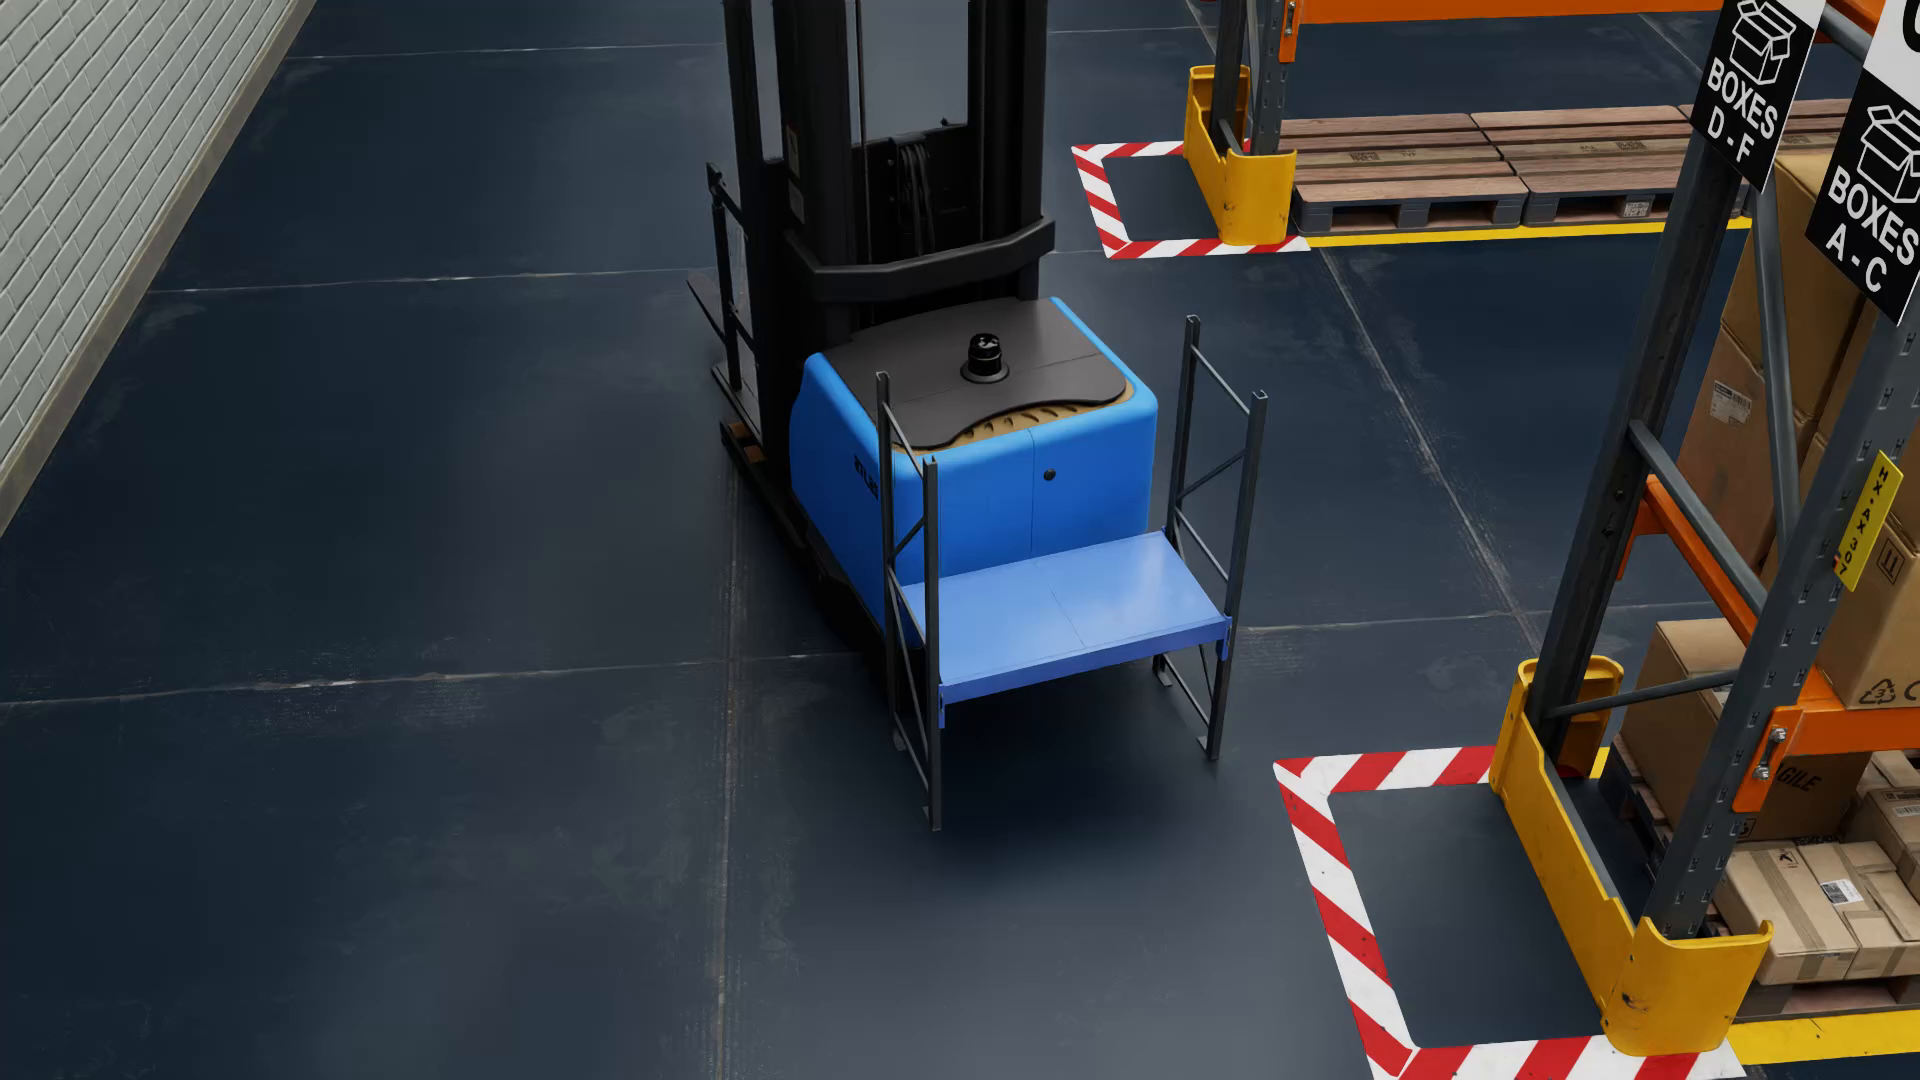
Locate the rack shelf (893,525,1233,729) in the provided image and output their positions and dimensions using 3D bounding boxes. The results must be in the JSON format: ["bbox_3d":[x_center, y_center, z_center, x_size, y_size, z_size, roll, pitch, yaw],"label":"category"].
[{"bbox_3d":[0.324,0.272,5.485,1.000,0.185,0.538,-12,40,-15],"label":"rack shelf"}]

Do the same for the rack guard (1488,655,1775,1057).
[{"bbox_3d":[2.031,0.942,5.152,0.348,0.500,1.175,-3,38,-4],"label":"rack guard"}]

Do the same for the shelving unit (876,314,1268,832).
[{"bbox_3d":[0.324,0.131,5.374,1.048,1.500,0.538,-12,40,-15],"label":"shelving unit"}]

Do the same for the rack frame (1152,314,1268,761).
[{"bbox_3d":[0.806,0.029,5.503,0.032,1.500,0.500,-12,40,-15],"label":"rack frame"}]

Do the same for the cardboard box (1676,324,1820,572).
[{"bbox_3d":[2.377,-0.267,4.586,0.500,0.500,0.500,-2,38,-3],"label":"cardboard box"}]

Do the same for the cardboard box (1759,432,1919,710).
[{"bbox_3d":[3.659,-0.170,4.463,3.026,0.500,1.079,-3,38,-3],"label":"cardboard box"}]

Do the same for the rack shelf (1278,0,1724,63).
[{"bbox_3d":[3.512,-2.919,8.608,4.000,0.370,1.077,-3,38,-4],"label":"rack shelf"}]

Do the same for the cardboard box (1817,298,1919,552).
[{"bbox_3d":[2.421,-0.329,3.857,0.500,0.500,0.500,-2,38,-3],"label":"cardboard box"}]

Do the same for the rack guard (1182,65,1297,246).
[{"bbox_3d":[1.497,-2.101,9.009,0.348,0.500,1.175,-3,38,-4],"label":"rack guard"}]

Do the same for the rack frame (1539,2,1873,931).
[{"bbox_3d":[1.955,-0.033,4.370,0.053,2.616,0.949,-3,38,-4],"label":"rack frame"}]

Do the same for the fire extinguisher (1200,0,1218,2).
[{"bbox_3d":[1.330,-3.187,8.731,0.183,0.674,0.296,-3,38,-4],"label":"fire extinguisher"}]

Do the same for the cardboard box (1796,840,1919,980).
[{"bbox_3d":[2.652,1.080,4.892,0.250,0.166,0.380,-3,38,-4],"label":"cardboard box"}]

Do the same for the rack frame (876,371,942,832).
[{"bbox_3d":[-0.157,0.232,5.245,0.032,1.500,0.500,-12,40,-15],"label":"rack frame"}]

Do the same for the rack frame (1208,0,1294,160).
[{"bbox_3d":[1.520,-3.092,8.247,0.127,3.000,1.000,-3,38,-4],"label":"rack frame"}]

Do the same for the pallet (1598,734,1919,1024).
[{"bbox_3d":[2.825,1.011,5.298,1.213,0.211,1.003,-3,38,-4],"label":"pallet"}]

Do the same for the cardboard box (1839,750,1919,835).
[{"bbox_3d":[2.886,0.756,5.302,0.250,0.166,0.380,-3,38,-4],"label":"cardboard box"}]

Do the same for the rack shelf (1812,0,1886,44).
[{"bbox_3d":[3.947,-1.040,3.806,4.000,0.370,1.077,-3,38,-4],"label":"rack shelf"}]

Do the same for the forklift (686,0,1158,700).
[{"bbox_3d":[-0.381,-1.491,6.273,1.130,2.935,3.031,-16,41,-19],"label":"forklift"}]

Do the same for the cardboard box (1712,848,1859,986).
[{"bbox_3d":[2.403,1.100,4.880,0.250,0.149,0.380,-3,38,-4],"label":"cardboard box"}]

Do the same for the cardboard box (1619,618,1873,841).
[{"bbox_3d":[2.475,0.592,5.241,0.500,0.500,0.500,-3,38,-4],"label":"cardboard box"}]

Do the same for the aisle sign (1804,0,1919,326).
[{"bbox_3d":[1.913,-0.871,3.333,0.004,0.787,0.394,-3,38,-4],"label":"aisle sign"}]

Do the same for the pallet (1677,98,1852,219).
[{"bbox_3d":[4.775,-2.152,9.307,1.213,0.211,1.003,-3,38,-4],"label":"pallet"}]

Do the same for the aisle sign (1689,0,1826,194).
[{"bbox_3d":[1.860,-1.241,3.802,0.004,0.787,0.394,-3,38,-4],"label":"aisle sign"}]

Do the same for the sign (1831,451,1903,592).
[{"bbox_3d":[2.003,-0.040,3.680,0.005,0.325,0.100,-3,38,-4],"label":"sign"}]

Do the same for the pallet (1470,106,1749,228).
[{"bbox_3d":[3.557,-2.083,9.220,1.213,0.211,1.003,-3,38,-4],"label":"pallet"}]

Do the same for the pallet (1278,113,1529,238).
[{"bbox_3d":[2.345,-2.018,9.137,1.213,0.211,1.003,-3,38,-4],"label":"pallet"}]
